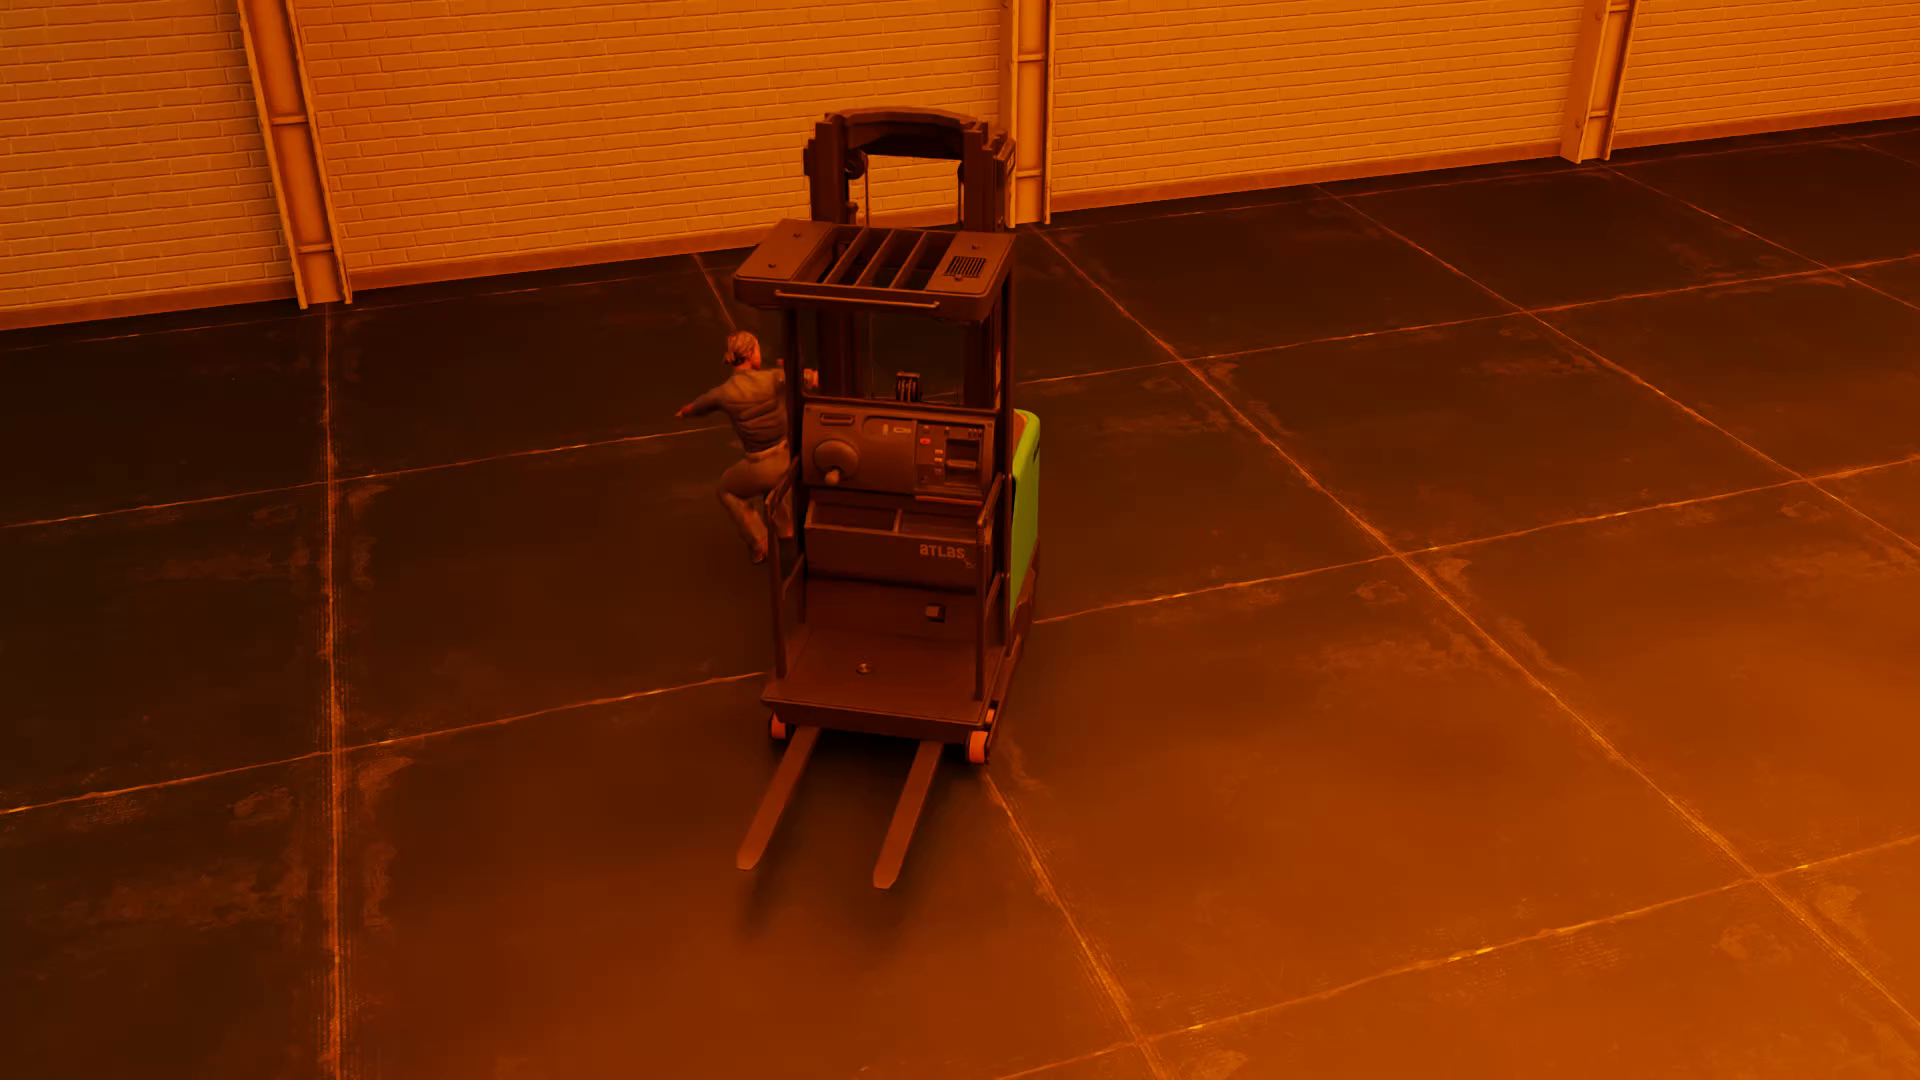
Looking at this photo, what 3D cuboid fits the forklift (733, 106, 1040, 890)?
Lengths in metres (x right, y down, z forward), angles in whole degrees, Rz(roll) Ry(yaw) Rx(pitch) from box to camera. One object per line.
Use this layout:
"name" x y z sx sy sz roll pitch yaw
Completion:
"forklift" -0.338 -0.376 7.741 1.130 2.935 3.031 6 30 10

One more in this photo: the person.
"person" -1.208 -0.607 9.707 0.705 1.384 0.910 -18 35 -29
